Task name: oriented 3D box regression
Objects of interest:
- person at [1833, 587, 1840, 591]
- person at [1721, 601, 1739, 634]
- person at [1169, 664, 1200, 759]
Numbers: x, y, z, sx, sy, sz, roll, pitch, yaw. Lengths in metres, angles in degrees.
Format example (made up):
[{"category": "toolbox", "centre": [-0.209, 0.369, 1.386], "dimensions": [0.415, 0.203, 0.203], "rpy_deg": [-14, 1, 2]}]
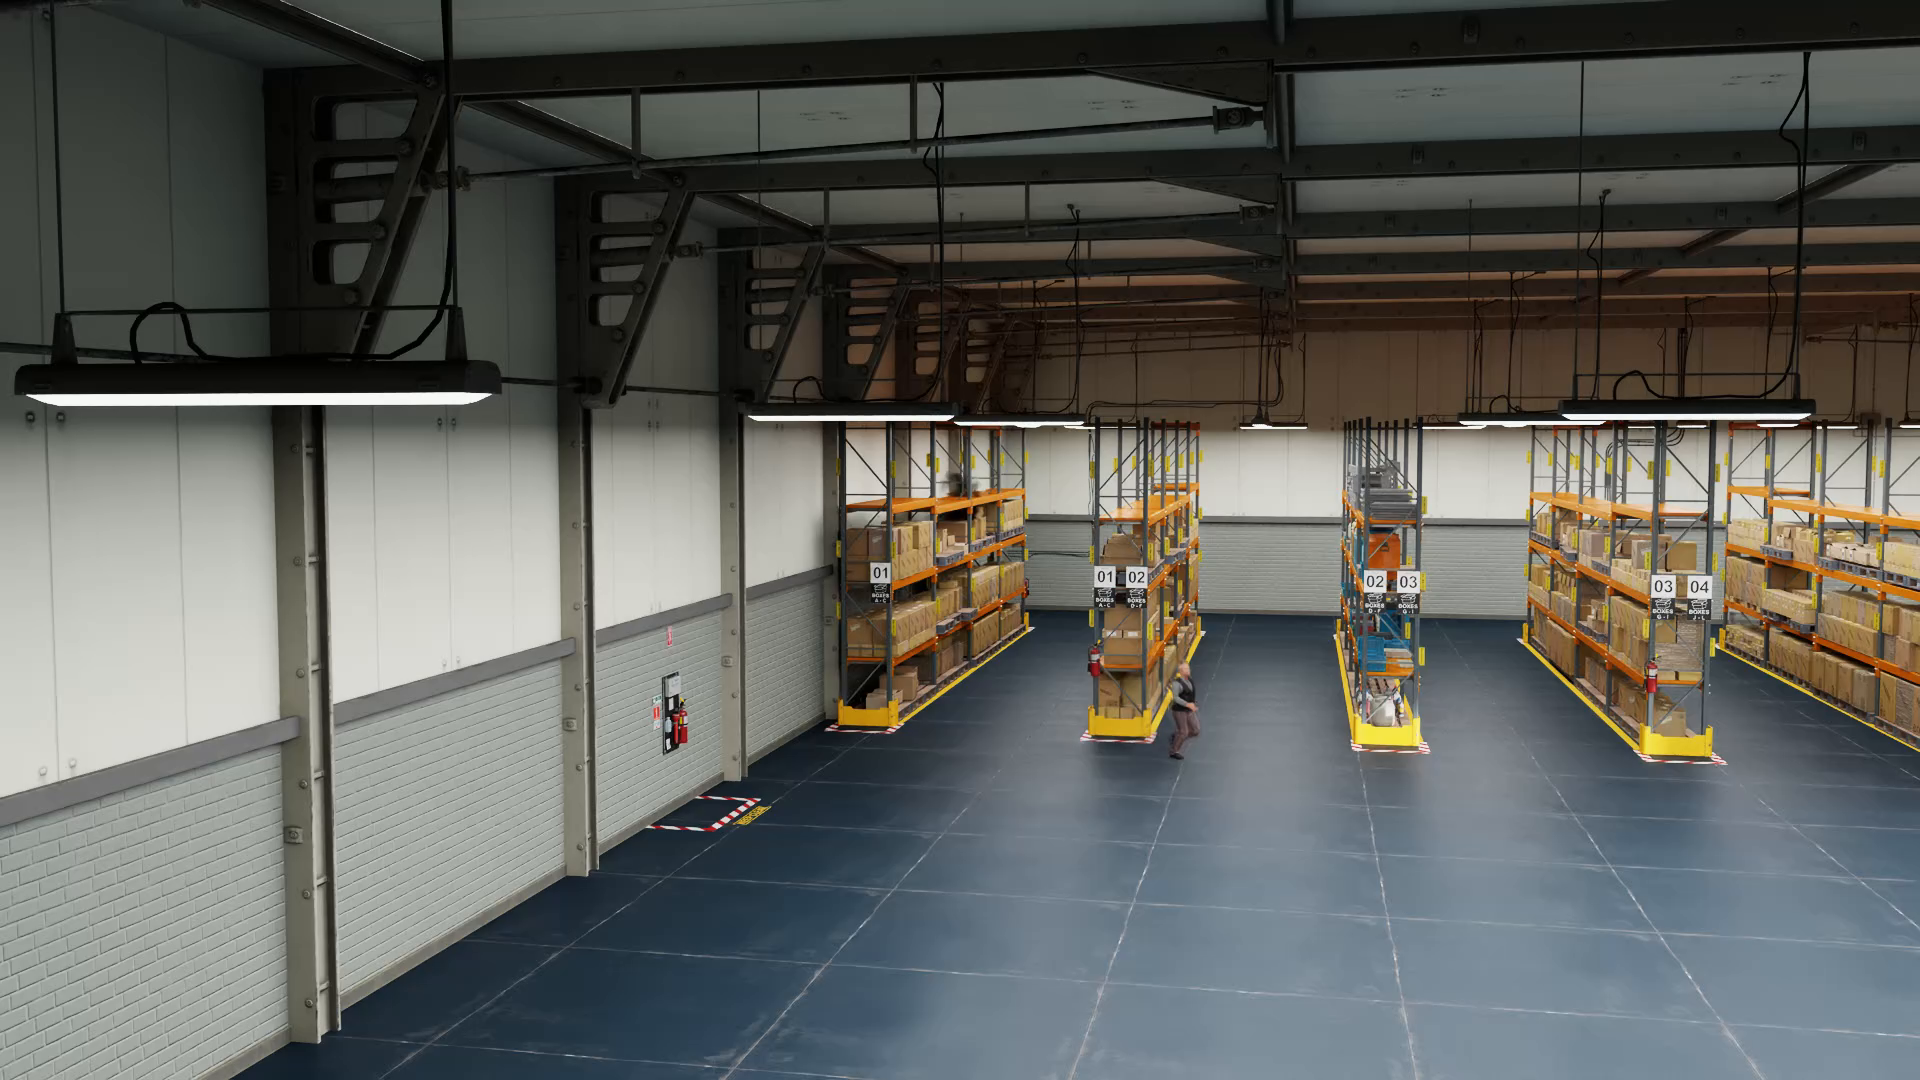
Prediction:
[{"category": "person", "centre": [22.210, 2.070, 42.159], "dimensions": [0.704, 1.761, 1.049], "rpy_deg": [0, 4, 6]}, {"category": "person", "centre": [21.058, 1.924, 45.421], "dimensions": [0.570, 1.740, 0.801], "rpy_deg": [3, 5, 37]}, {"category": "person", "centre": [3.951, 3.001, 29.109], "dimensions": [0.635, 1.680, 0.685], "rpy_deg": [3, 5, 42]}]
